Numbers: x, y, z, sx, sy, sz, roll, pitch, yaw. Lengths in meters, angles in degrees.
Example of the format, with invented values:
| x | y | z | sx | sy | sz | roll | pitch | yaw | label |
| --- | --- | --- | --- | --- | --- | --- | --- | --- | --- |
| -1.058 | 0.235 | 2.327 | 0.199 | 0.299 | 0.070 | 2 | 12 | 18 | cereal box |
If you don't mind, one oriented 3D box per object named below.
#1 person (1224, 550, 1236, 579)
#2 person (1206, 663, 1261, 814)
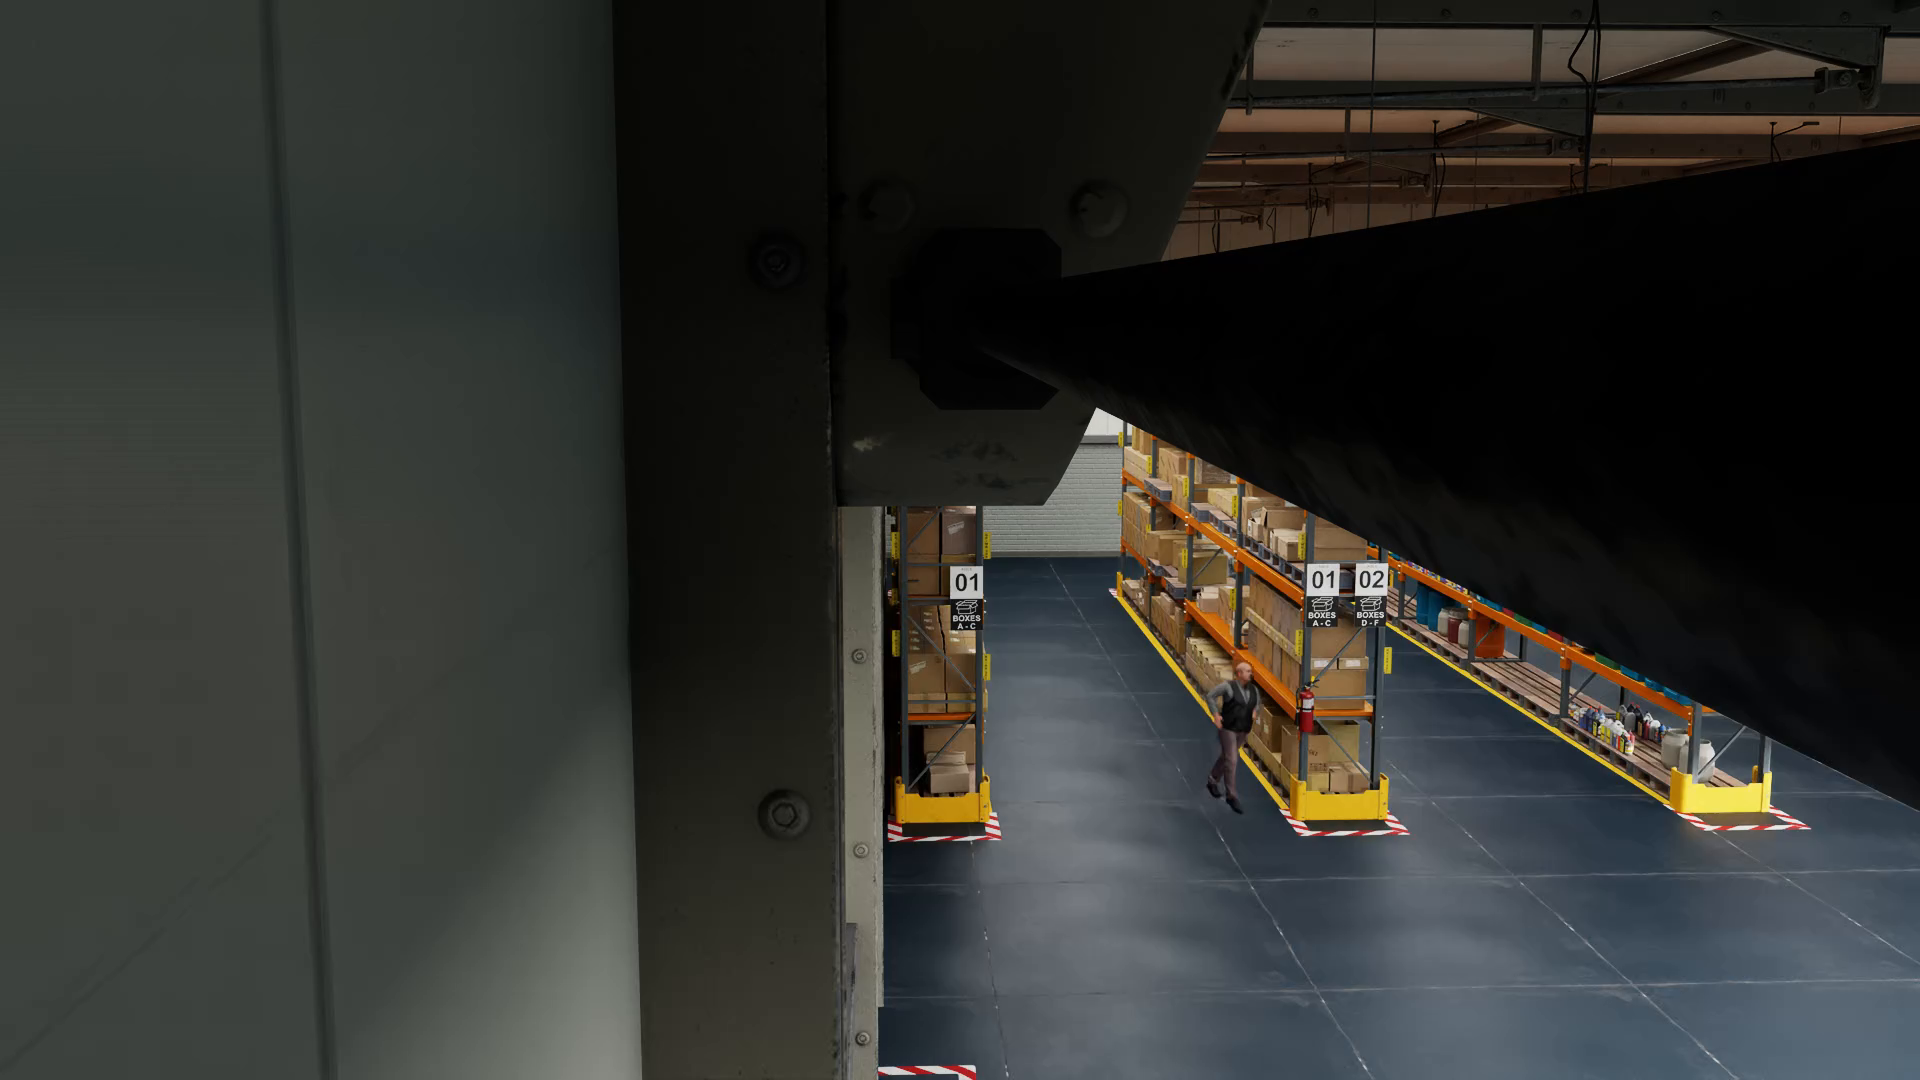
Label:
| x | y | z | sx | sy | sz | roll | pitch | yaw | label |
| --- | --- | --- | --- | --- | --- | --- | --- | --- | --- |
| 5.917 | 0.389 | 36.493 | 0.640 | 1.661 | 0.542 | -6 | 10 | -34 | person |
| 3.388 | 2.361 | 20.336 | 0.655 | 1.748 | 0.839 | -5 | 9 | -31 | person |
